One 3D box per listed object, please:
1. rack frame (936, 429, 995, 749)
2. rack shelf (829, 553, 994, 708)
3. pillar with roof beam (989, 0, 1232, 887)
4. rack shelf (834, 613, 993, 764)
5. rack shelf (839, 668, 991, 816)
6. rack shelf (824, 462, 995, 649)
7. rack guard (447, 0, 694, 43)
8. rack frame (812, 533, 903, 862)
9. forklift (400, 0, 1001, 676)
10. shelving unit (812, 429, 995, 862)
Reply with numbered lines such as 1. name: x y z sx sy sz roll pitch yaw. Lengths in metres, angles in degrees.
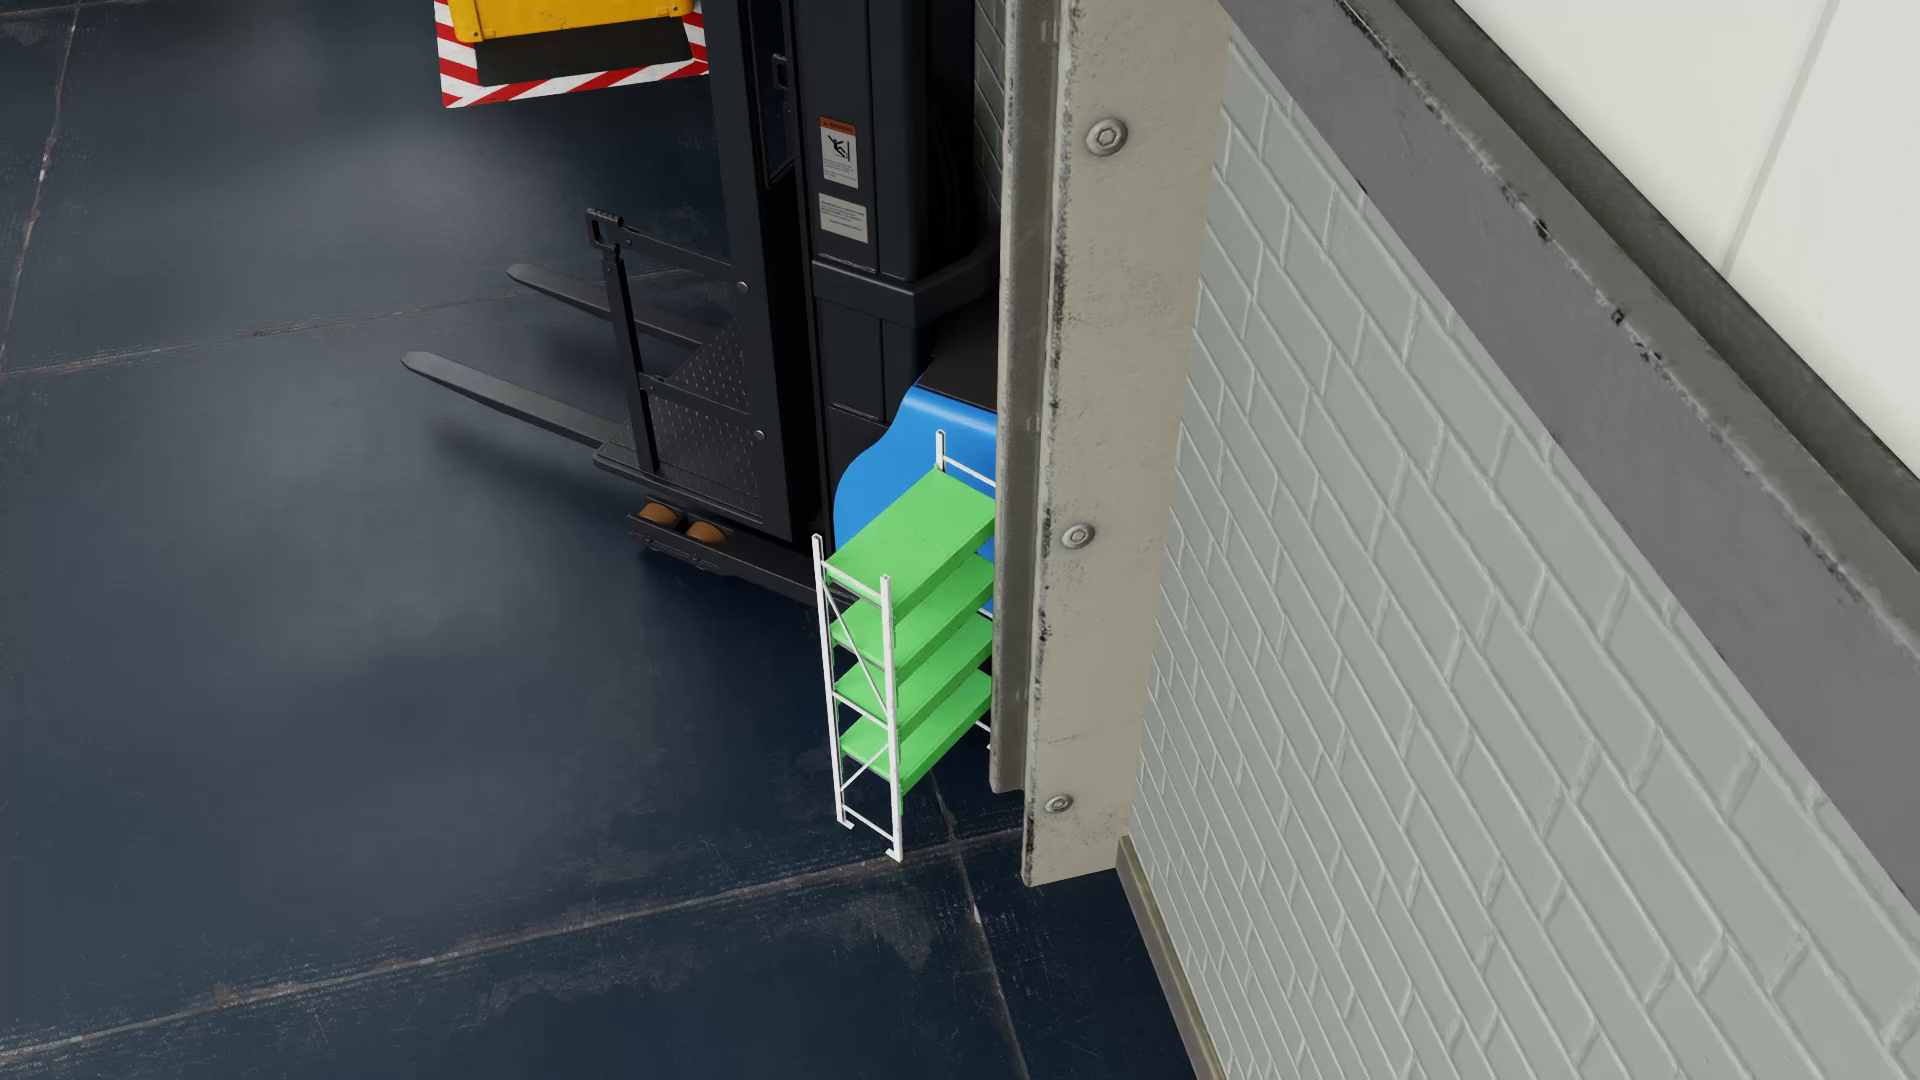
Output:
1. rack frame: 0.036 0.186 4.728 0.240 1.200 0.015 29 52 26
2. rack shelf: -0.114 0.200 4.467 0.258 0.148 0.480 29 52 26
3. pillar with roof beam: -3.875 -1.530 0.949 9.100 9.000 0.400 -11 47 -10
4. rack shelf: -0.114 0.368 4.639 0.258 0.148 0.480 29 52 26
5. rack shelf: -0.114 0.536 4.810 0.258 0.148 0.480 29 52 26
6. rack shelf: -0.114 0.032 4.296 0.258 0.148 0.480 29 52 26
7. rack guard: -1.936 -2.823 8.167 1.175 0.500 0.348 -11 47 -10
8. rack frame: -0.265 0.460 4.459 0.240 1.200 0.015 29 52 26
9. forklift: -0.556 -1.235 4.908 3.031 2.935 1.130 21 49 19
10. shelving unit: -0.114 0.323 4.593 0.258 1.200 0.503 29 52 26
